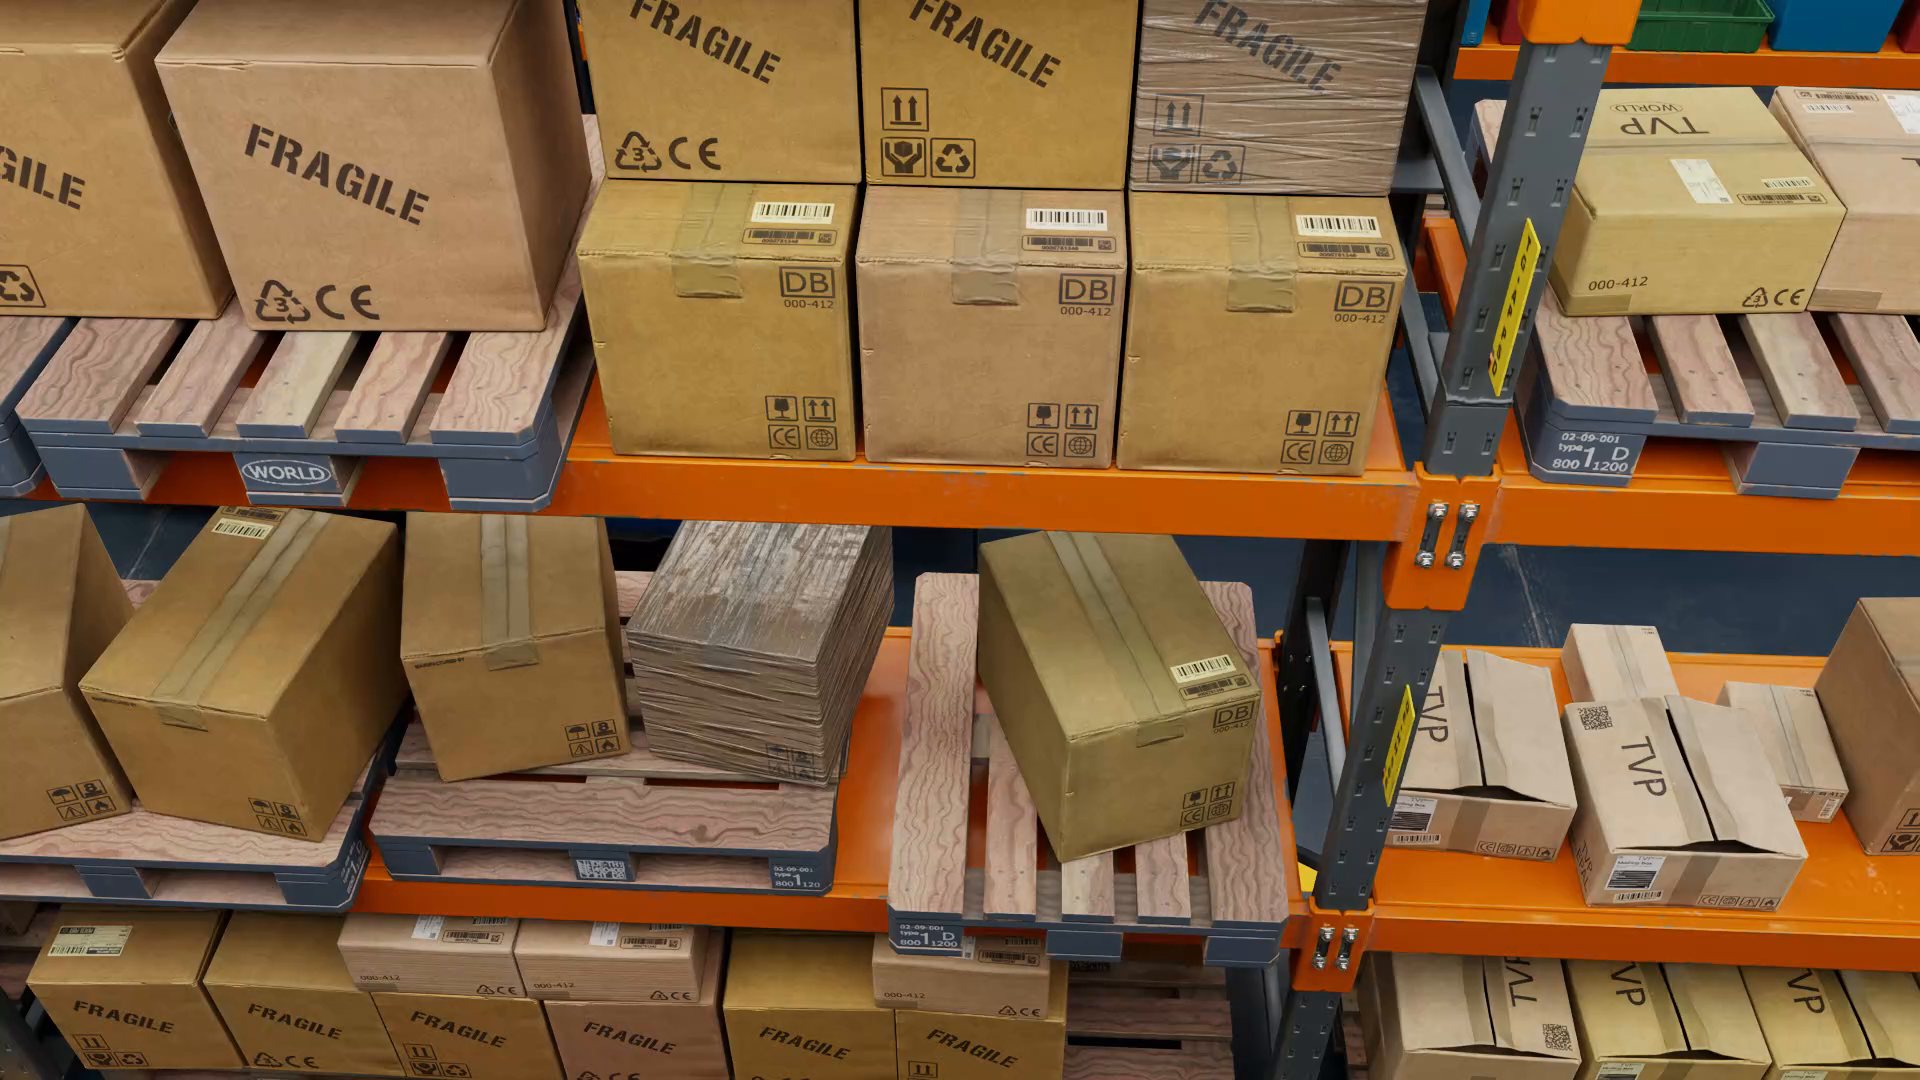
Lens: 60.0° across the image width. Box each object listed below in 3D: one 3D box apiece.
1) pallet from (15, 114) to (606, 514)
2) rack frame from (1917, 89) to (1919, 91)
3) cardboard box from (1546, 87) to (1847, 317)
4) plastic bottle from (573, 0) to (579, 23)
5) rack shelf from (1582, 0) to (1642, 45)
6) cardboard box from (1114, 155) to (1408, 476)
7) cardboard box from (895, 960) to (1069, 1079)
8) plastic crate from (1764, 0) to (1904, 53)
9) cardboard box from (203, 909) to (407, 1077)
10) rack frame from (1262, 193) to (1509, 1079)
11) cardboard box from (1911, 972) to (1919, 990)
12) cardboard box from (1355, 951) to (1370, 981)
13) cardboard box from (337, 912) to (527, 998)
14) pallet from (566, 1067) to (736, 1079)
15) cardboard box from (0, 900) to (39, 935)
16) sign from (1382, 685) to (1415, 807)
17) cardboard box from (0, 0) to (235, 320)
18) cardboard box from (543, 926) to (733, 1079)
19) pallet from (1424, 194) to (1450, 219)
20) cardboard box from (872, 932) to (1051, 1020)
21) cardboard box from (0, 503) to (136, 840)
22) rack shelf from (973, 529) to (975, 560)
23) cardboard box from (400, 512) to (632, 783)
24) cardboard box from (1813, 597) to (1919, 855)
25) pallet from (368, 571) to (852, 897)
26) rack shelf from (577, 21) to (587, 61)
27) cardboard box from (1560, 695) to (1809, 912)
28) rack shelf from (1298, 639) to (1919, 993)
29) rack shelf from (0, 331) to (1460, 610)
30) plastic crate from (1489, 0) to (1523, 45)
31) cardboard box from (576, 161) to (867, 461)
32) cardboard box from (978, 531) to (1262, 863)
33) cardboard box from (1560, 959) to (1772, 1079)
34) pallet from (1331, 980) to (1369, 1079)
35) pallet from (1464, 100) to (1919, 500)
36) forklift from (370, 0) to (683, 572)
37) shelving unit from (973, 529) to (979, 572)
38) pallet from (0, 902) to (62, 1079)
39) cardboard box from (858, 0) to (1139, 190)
[{"bbox_3d":[-1.288,-0.554,3.666,1.003,0.211,1.213,2,43,2],"label":"pallet"},{"bbox_3d":[5.246,-2.750,8.086,0.127,3.000,1.000,2,43,2],"label":"rack frame"},{"bbox_3d":[1.480,-0.720,3.509,0.500,0.250,0.500,-1,43,-1],"label":"cardboard box"},{"bbox_3d":[-1.935,-2.665,8.086,0.135,0.276,0.152,2,43,2],"label":"plastic bottle"},{"bbox_3d":[3.022,-1.224,2.868,4.000,0.370,1.077,2,43,2],"label":"rack shelf"},{"bbox_3d":[0.586,-0.624,3.531,0.500,0.500,0.910,2,43,2],"label":"cardboard box"},{"bbox_3d":[0.079,1.385,5.159,0.500,0.500,0.500,3,43,4],"label":"cardboard box"},{"bbox_3d":[4.130,-2.566,7.901,0.575,0.384,0.392,2,43,2],"label":"plastic crate"},{"bbox_3d":[-1.967,1.321,5.228,0.500,0.500,0.500,2,43,2],"label":"cardboard box"},{"bbox_3d":[1.024,0.500,4.598,0.127,3.000,1.000,2,43,2],"label":"rack frame"},{"bbox_3d":[3.082,1.407,4.922,0.500,0.311,0.500,1,43,1],"label":"cardboard box"},{"bbox_3d":[1.560,1.203,5.553,0.500,0.250,0.500,3,43,3],"label":"cardboard box"},{"bbox_3d":[-1.501,1.068,4.949,0.500,0.250,0.500,2,43,2],"label":"cardboard box"},{"bbox_3d":[-0.936,1.433,5.643,1.213,0.211,1.003,2,43,2],"label":"pallet"},{"bbox_3d":[-3.382,1.040,5.668,0.500,0.311,0.500,2,43,2],"label":"cardboard box"},{"bbox_3d":[1.009,0.476,3.833,0.005,0.325,0.100,2,43,2],"label":"sign"},{"bbox_3d":[-1.804,-0.876,3.420,0.600,0.600,0.600,1,43,1],"label":"cardboard box"},{"bbox_3d":[-0.963,1.357,5.189,0.500,0.500,0.500,0,43,0],"label":"cardboard box"},{"bbox_3d":[2.023,-1.802,9.115,1.213,0.211,1.003,2,43,2],"label":"pallet"},{"bbox_3d":[0.022,1.112,4.902,0.500,0.250,0.500,3,43,4],"label":"cardboard box"},{"bbox_3d":[-2.509,0.354,4.373,0.500,0.500,0.700,-12,44,-12],"label":"cardboard box"},{"bbox_3d":[-0.165,-0.251,7.112,0.480,0.518,0.431,2,43,2],"label":"rack shelf"},{"bbox_3d":[-1.205,0.200,4.539,0.500,0.500,0.700,-8,44,-9],"label":"cardboard box"},{"bbox_3d":[2.701,0.504,4.520,0.500,0.500,0.500,0,43,0],"label":"cardboard box"},{"bbox_3d":[-0.919,0.514,4.724,1.213,0.211,1.003,2,43,2],"label":"pallet"},{"bbox_3d":[-0.747,-2.671,8.529,4.000,0.370,1.077,2,43,2],"label":"rack shelf"},{"bbox_3d":[1.908,0.692,4.457,0.500,0.311,0.500,1,43,1],"label":"cardboard box"},{"bbox_3d":[3.022,0.825,4.777,4.000,0.370,1.077,2,43,2],"label":"rack shelf"},{"bbox_3d":[-0.974,-0.395,3.886,4.000,0.370,1.077,2,43,2],"label":"rack shelf"},{"bbox_3d":[2.851,-2.638,7.919,0.583,0.464,0.402,2,43,2],"label":"plastic crate"},{"bbox_3d":[-0.443,-0.656,3.565,0.500,0.500,0.910,2,43,2],"label":"cardboard box"},{"bbox_3d":[0.390,0.368,4.359,0.500,0.500,0.700,-12,44,-12],"label":"cardboard box"},{"bbox_3d":[2.059,1.374,4.957,0.500,0.311,0.500,1,43,1],"label":"cardboard box"},{"bbox_3d":[1.844,1.573,5.492,1.213,0.211,1.003,2,43,2],"label":"pallet"},{"bbox_3d":[1.706,-0.568,3.682,1.003,0.211,1.213,4,43,4],"label":"pallet"},{"bbox_3d":[-2.223,-1.310,6.592,3.031,2.935,1.130,5,43,6],"label":"forklift"},{"bbox_3d":[-0.165,-0.773,6.625,0.503,2.100,0.431,2,43,2],"label":"shelving unit"},{"bbox_3d":[-3.658,1.376,5.703,1.213,0.211,1.003,2,43,2],"label":"pallet"},{"bbox_3d":[0.079,-1.033,3.236,0.500,0.500,0.500,2,43,2],"label":"cardboard box"}]
